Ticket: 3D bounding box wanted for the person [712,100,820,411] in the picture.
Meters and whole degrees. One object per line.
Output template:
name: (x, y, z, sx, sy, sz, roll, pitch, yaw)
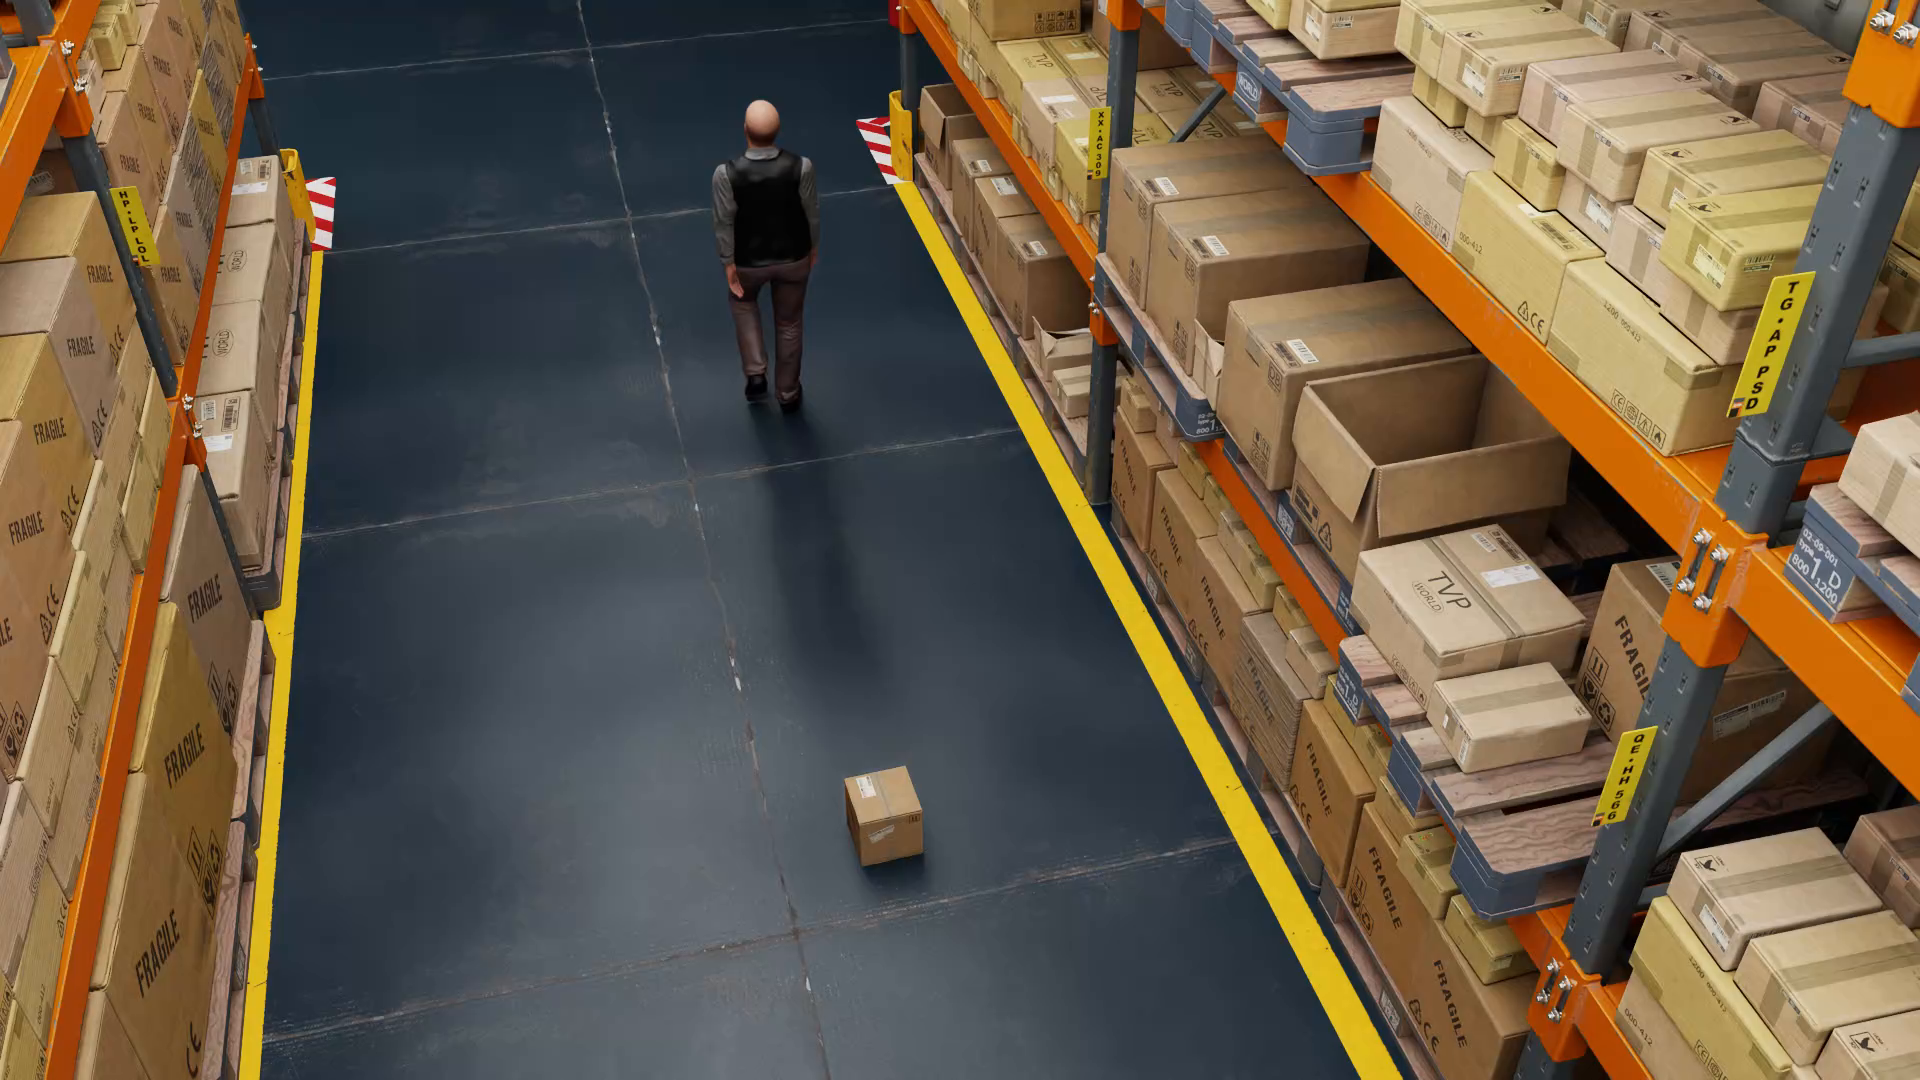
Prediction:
person: (-0.987, -1.471, 8.610, 0.539, 1.748, 0.472, -5, 38, -7)
